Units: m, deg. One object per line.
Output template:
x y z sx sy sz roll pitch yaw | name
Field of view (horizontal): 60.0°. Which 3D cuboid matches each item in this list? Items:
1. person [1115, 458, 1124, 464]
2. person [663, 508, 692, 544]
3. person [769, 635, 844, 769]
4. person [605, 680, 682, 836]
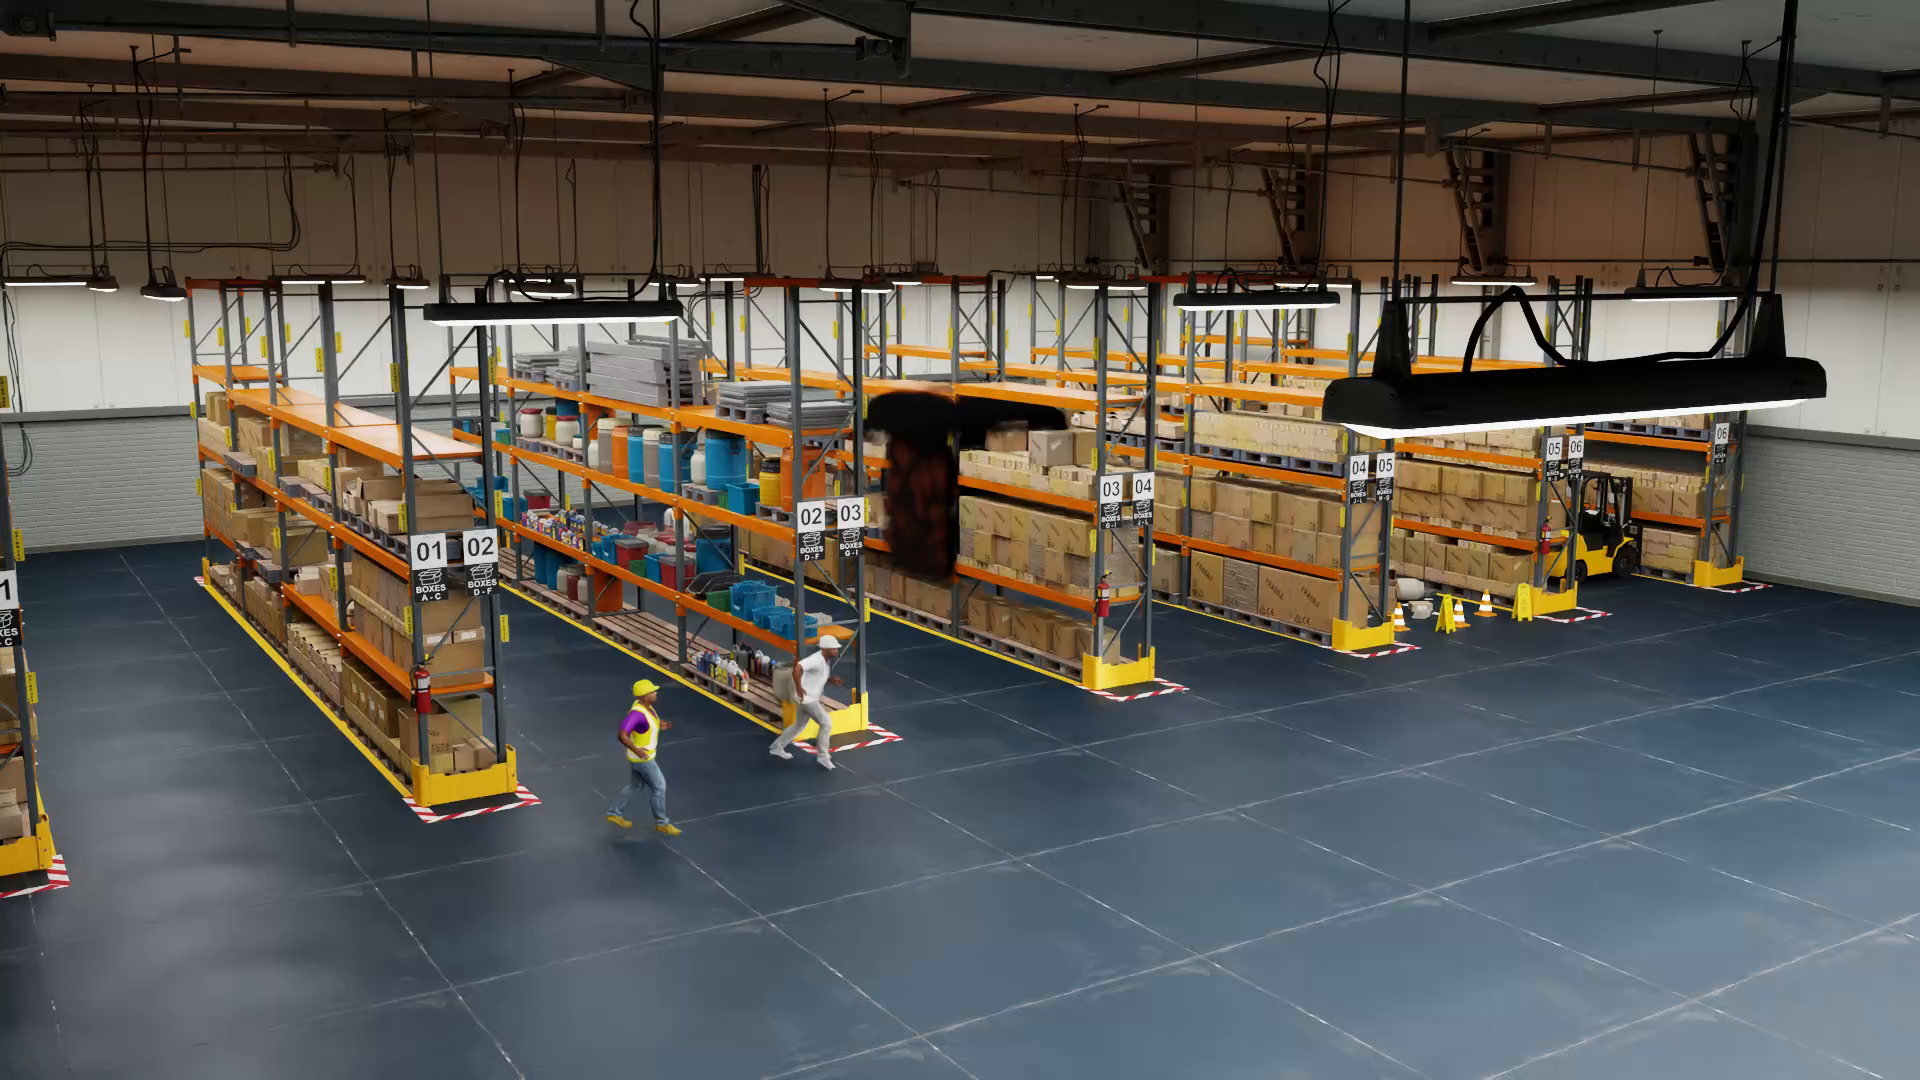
3.655 -0.921 36.942 1.041 1.784 0.696 9 13 42 | person
-5.233 0.044 31.074 0.657 1.845 0.795 -7 12 -36 | person
-1.940 2.057 20.887 0.961 1.759 0.747 1 10 5 | person
-3.514 2.415 18.341 0.838 1.803 0.702 -2 10 -9 | person
